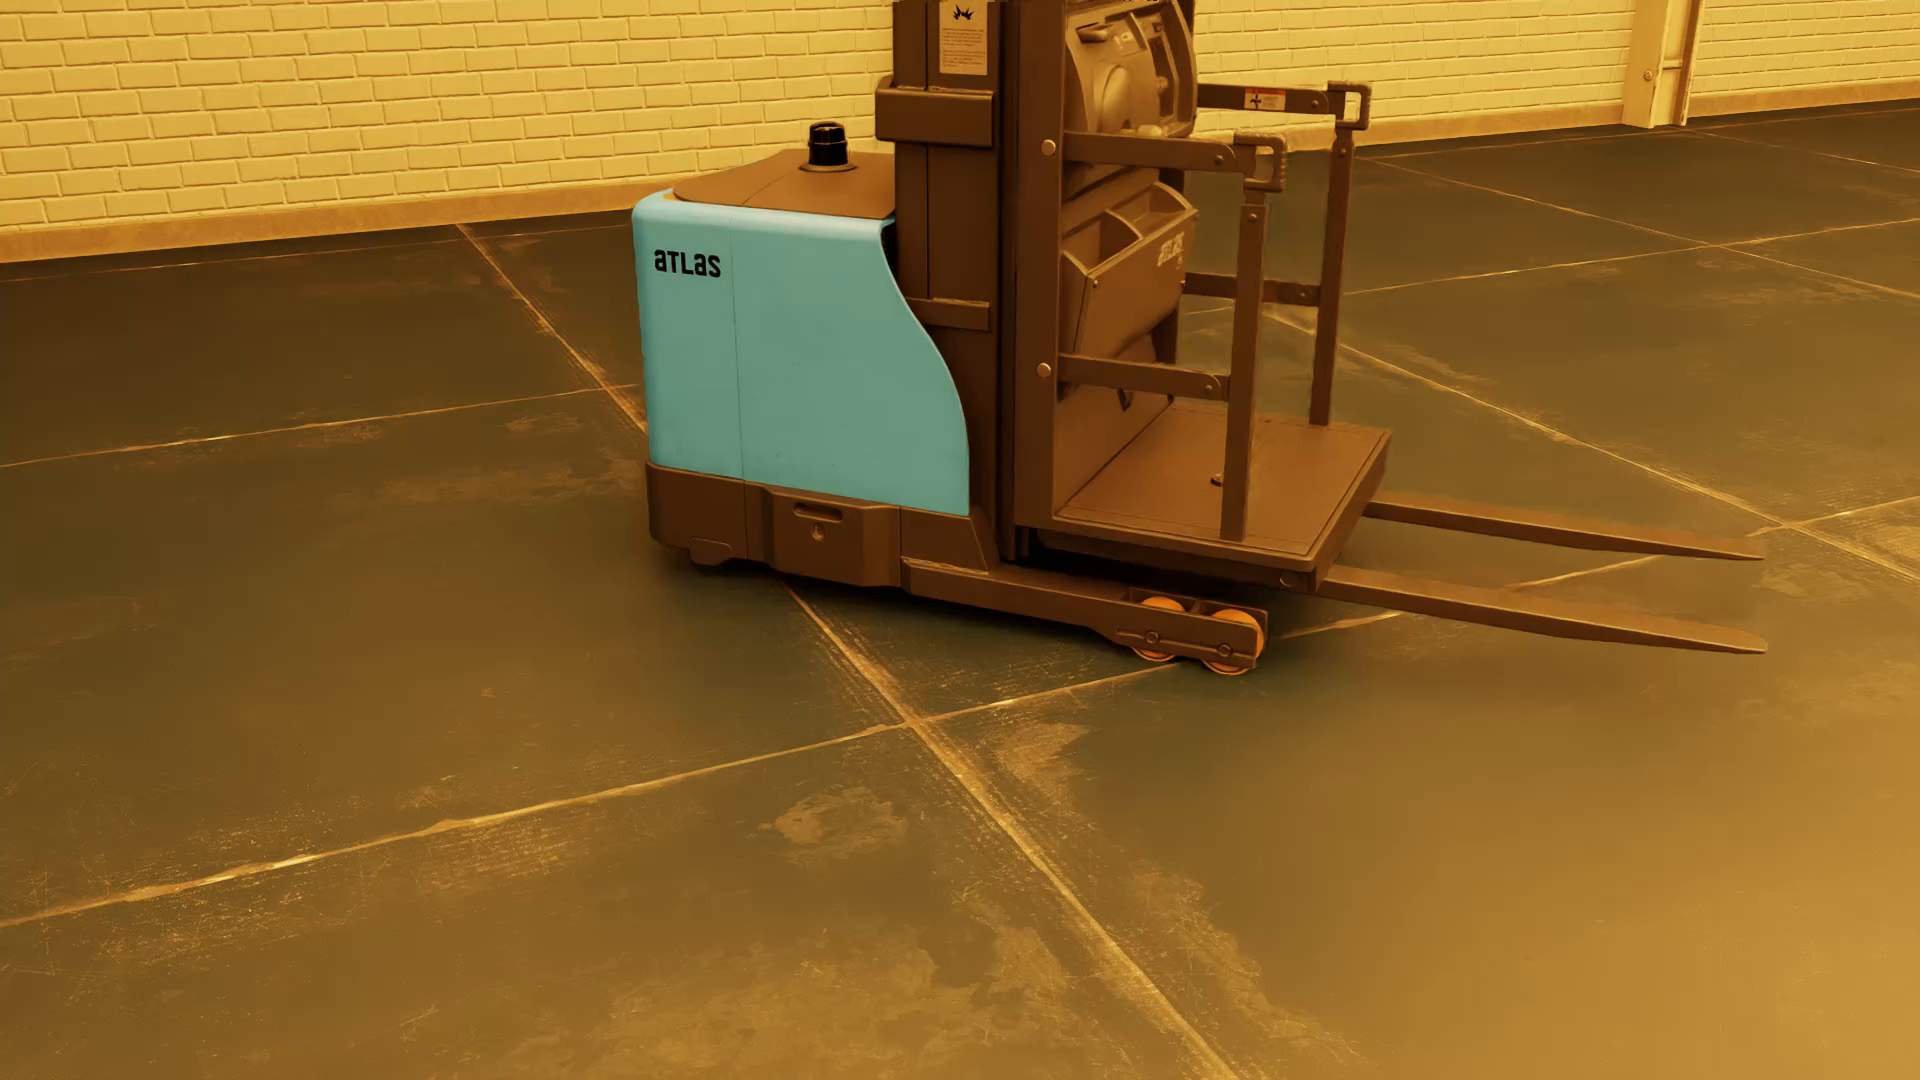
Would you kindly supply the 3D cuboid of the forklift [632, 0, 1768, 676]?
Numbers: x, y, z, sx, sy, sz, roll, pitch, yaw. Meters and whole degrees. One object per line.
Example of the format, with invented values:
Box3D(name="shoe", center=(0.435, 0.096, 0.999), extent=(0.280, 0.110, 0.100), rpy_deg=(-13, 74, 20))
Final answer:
Box3D(name="forklift", center=(0.641, -1.237, 4.265), extent=(3.031, 2.935, 1.130), rpy_deg=(10, 24, 22))
